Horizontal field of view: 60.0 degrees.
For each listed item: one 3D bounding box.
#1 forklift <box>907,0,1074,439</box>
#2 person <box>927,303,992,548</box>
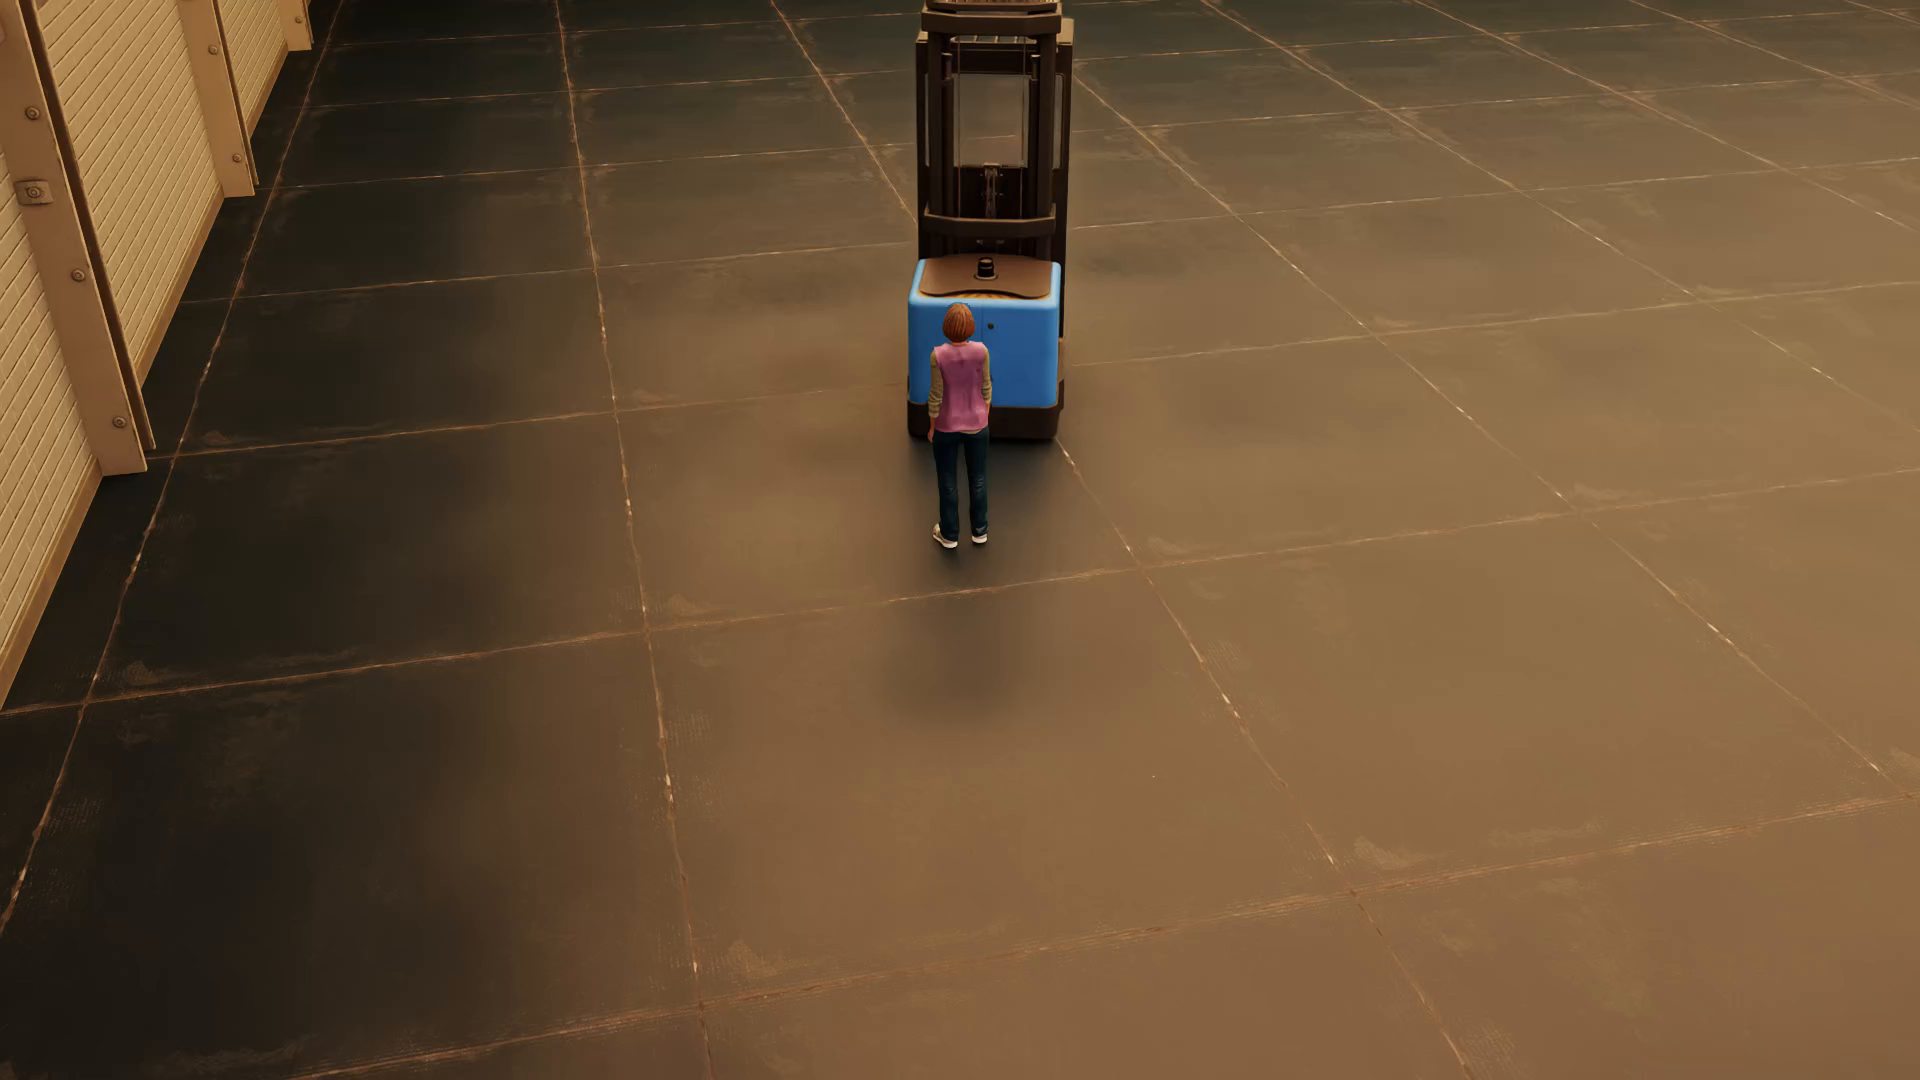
[{"bbox_3d":[0.254,-2.680,12.203,1.130,2.935,3.031,2,30,3],"label":"forklift"},{"bbox_3d":[-0.003,-0.692,10.100,0.409,1.602,0.327,-7,31,-12],"label":"person"}]
